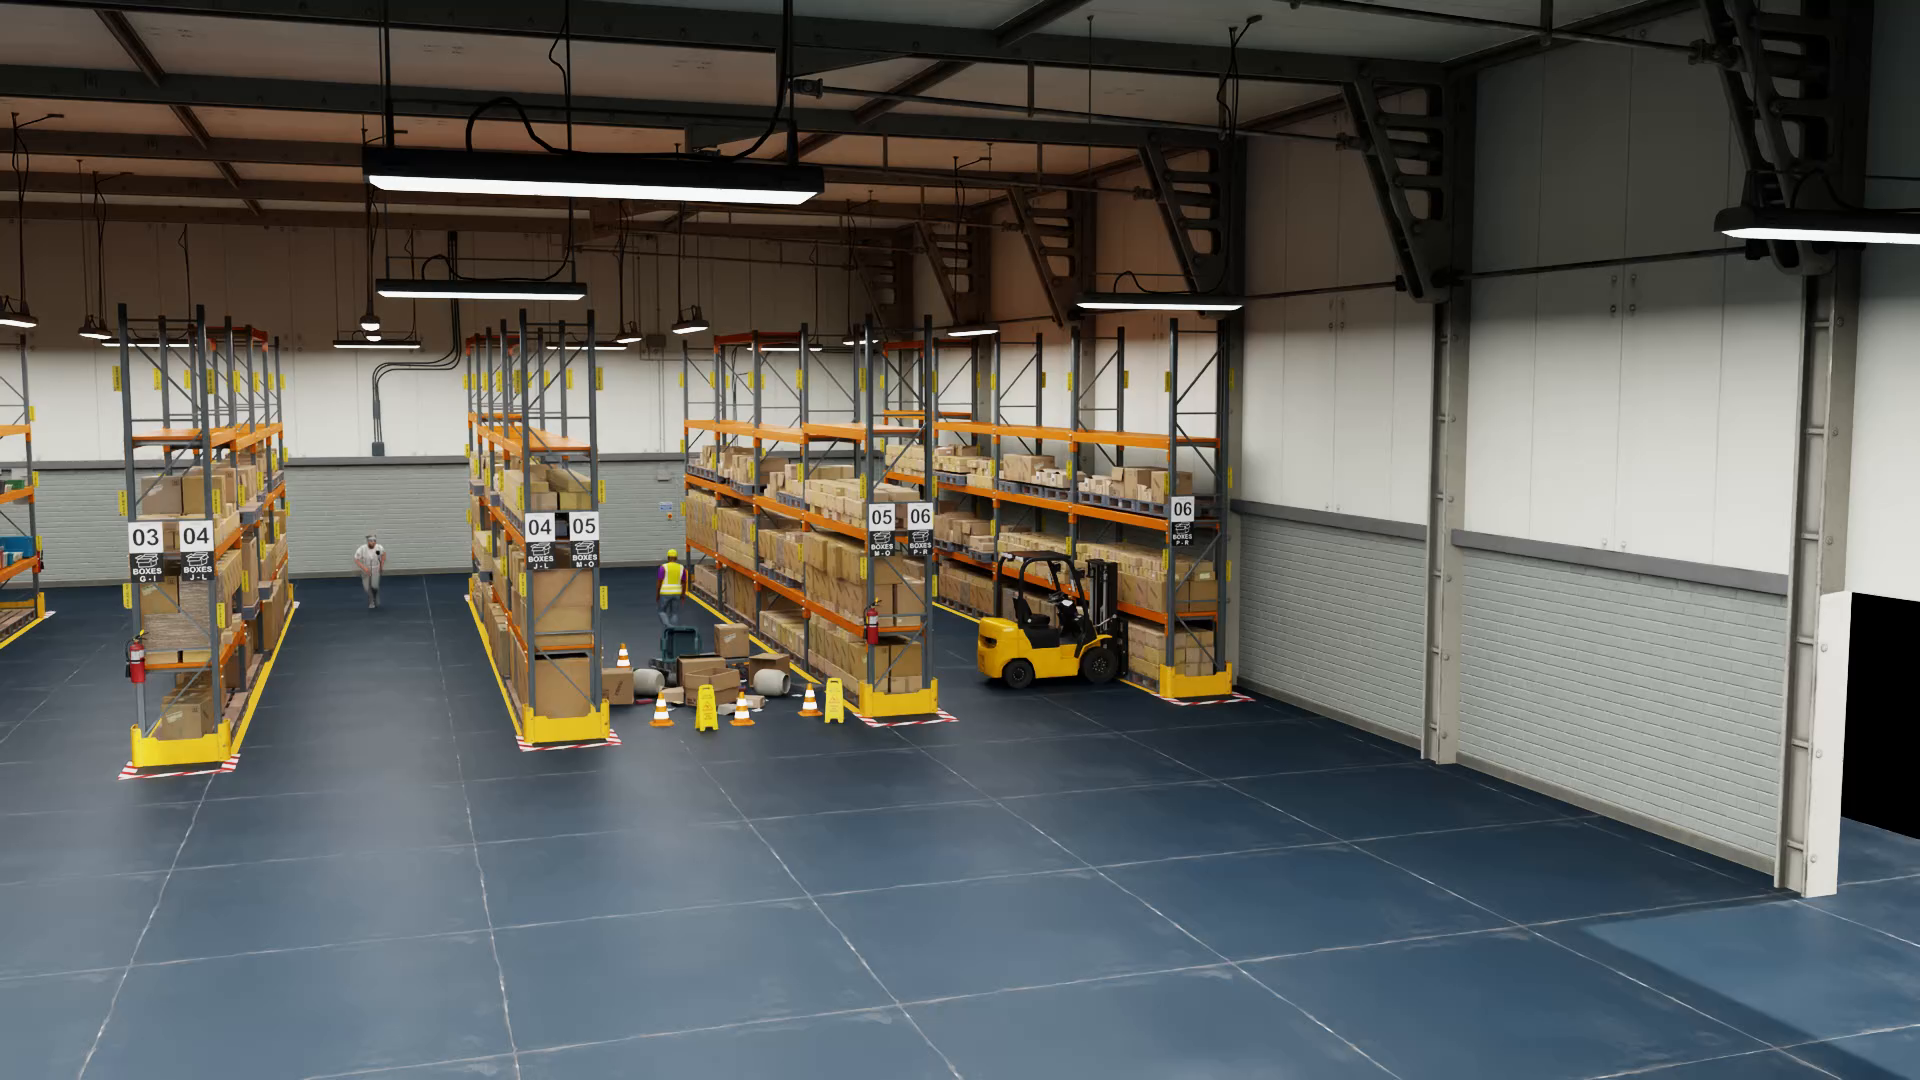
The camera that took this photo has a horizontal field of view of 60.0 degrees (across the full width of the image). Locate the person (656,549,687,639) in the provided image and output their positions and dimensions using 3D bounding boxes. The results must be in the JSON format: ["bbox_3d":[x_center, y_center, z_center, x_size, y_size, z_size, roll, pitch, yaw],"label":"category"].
[{"bbox_3d":[-5.589,1.060,32.222,0.616,1.761,0.472,-2,6,-23],"label":"person"}]

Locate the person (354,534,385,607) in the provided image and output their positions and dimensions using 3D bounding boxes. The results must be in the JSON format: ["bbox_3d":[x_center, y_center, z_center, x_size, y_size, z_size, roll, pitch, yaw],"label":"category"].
[{"bbox_3d":[-13.051,0.682,36.819,0.606,1.674,0.732,-1,6,-11],"label":"person"}]
